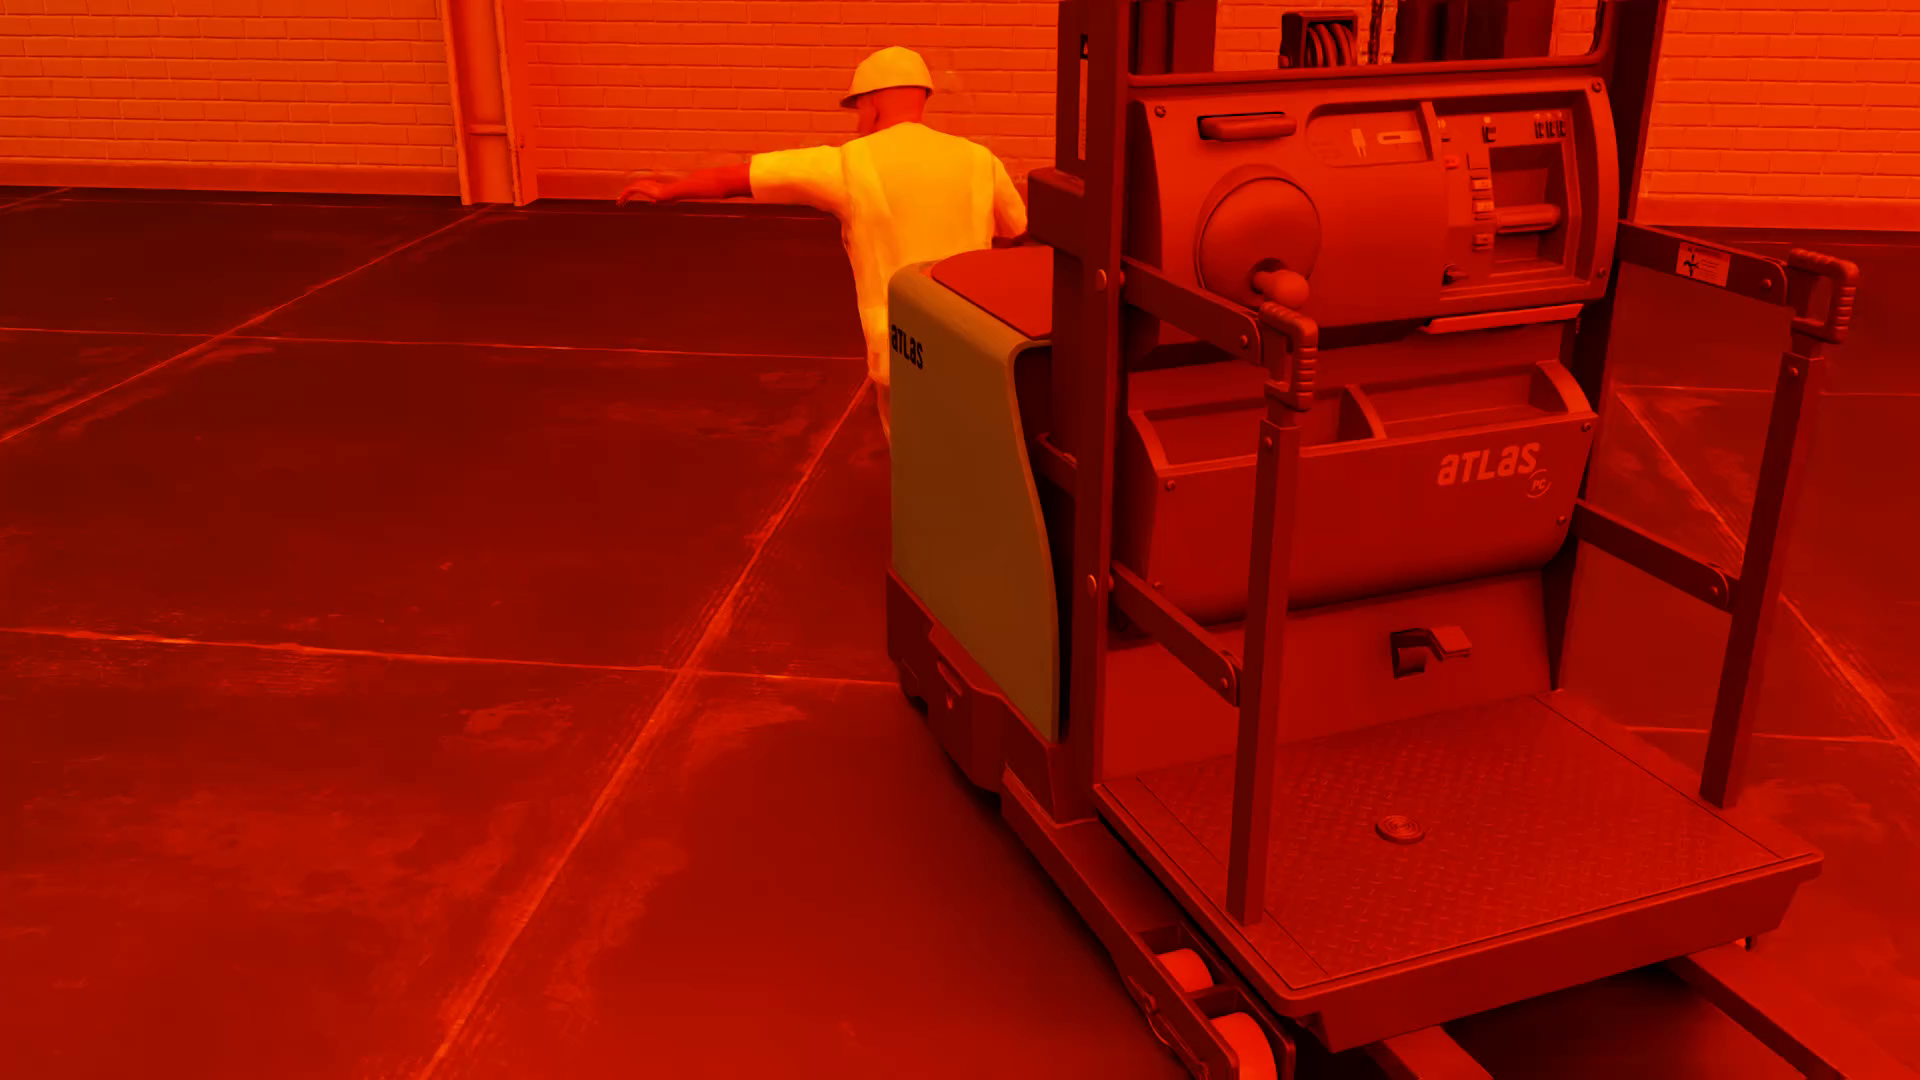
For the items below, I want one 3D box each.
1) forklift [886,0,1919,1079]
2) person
[{"bbox_3d":[0.822,-0.574,2.679,1.130,2.935,3.031,-8,23,-20],"label":"forklift"},{"bbox_3d":[-0.129,-0.664,4.837,1.576,1.489,0.796,-9,24,-21],"label":"person"}]
